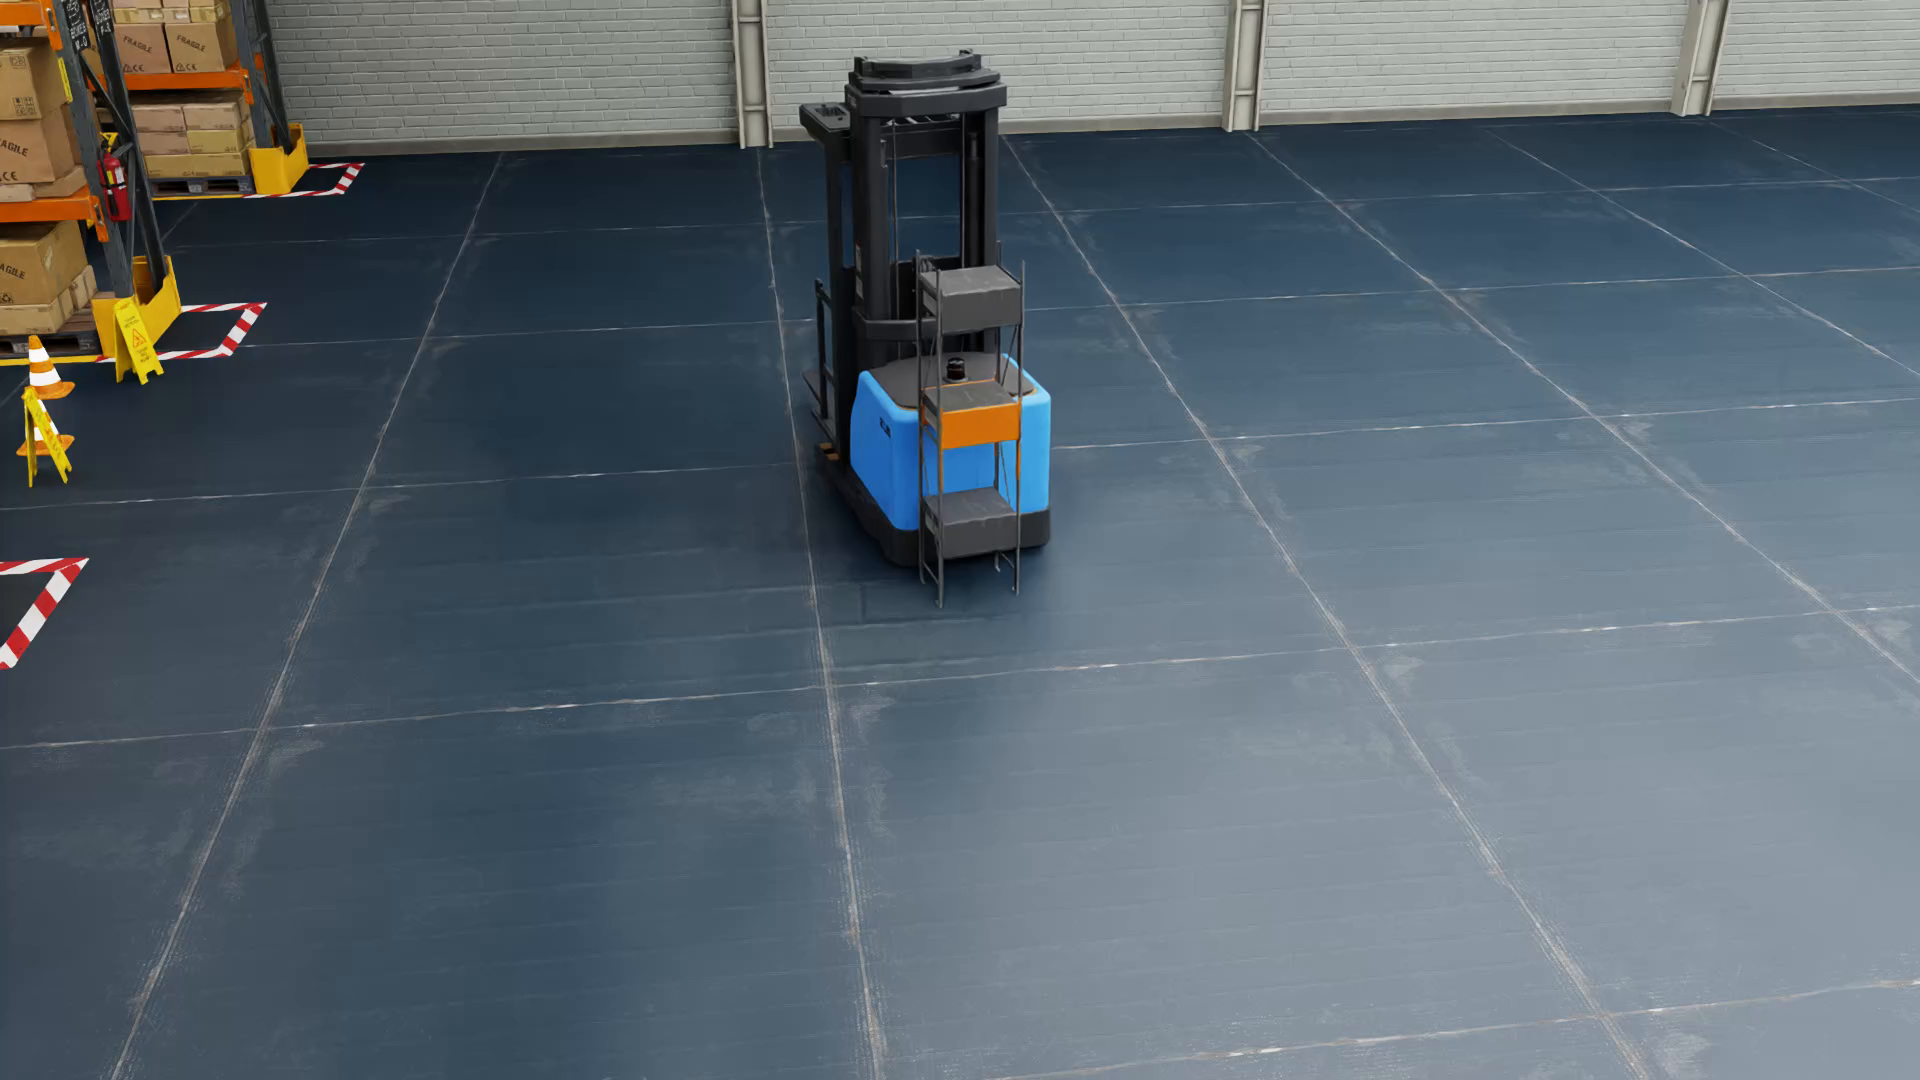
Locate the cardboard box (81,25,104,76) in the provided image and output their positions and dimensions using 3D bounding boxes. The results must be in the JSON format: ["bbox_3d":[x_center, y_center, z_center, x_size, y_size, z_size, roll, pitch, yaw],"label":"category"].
[{"bbox_3d":[-9.050,-5.180,17.450,0.500,0.500,0.500,-4,27,-8],"label":"cardboard box"}]

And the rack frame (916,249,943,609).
[{"bbox_3d":[-0.177,-0.609,9.637,0.015,2.100,0.400,-9,29,-17],"label":"rack frame"}]

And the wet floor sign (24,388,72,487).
[{"bbox_3d":[-6.339,-0.721,11.449,0.232,0.644,0.267,-8,28,-16],"label":"wet floor sign"}]

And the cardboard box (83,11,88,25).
[{"bbox_3d":[-9.148,-5.439,17.244,0.250,0.149,0.380,-3,27,-7],"label":"cardboard box"}]

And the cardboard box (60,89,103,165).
[{"bbox_3d":[-7.389,-3.375,13.607,0.500,0.500,0.500,-4,27,-8],"label":"cardboard box"}]

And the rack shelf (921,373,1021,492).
[{"bbox_3d":[0.054,-0.634,9.715,0.480,0.518,0.431,-9,29,-17],"label":"rack shelf"}]

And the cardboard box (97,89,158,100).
[{"bbox_3d":[-9.070,-4.750,18.178,0.500,0.250,0.500,-4,27,-7],"label":"cardboard box"}]

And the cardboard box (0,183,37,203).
[{"bbox_3d":[-7.458,-2.805,13.206,0.250,0.149,0.380,-4,27,-8],"label":"cardboard box"}]

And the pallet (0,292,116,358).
[{"bbox_3d":[-7.766,-1.822,14.070,1.213,0.211,1.003,-4,27,-7],"label":"pallet"}]

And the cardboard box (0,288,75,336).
[{"bbox_3d":[-7.668,-1.892,13.704,0.500,0.250,0.500,-4,27,-7],"label":"cardboard box"}]

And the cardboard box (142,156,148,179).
[{"bbox_3d":[-8.989,-4.083,17.973,0.500,0.250,0.500,-3,27,-7],"label":"cardboard box"}]

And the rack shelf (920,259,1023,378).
[{"bbox_3d":[0.054,-1.257,9.396,0.480,0.518,0.431,-9,29,-17],"label":"rack shelf"}]

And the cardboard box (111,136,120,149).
[{"bbox_3d":[-9.022,-4.291,17.832,0.500,0.250,0.500,-4,27,-8],"label":"cardboard box"}]

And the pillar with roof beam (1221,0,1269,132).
[{"bbox_3d":[4.091,-7.196,14.918,0.400,9.000,9.100,-4,27,-7],"label":"pillar with roof beam"}]

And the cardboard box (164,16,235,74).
[{"bbox_3d":[-8.028,-5.241,17.570,0.500,0.500,0.500,-4,27,-8],"label":"cardboard box"}]

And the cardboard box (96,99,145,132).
[{"bbox_3d":[-8.993,-4.513,17.717,0.500,0.250,0.500,-3,27,-6],"label":"cardboard box"}]

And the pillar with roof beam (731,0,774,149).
[{"bbox_3d":[-1.851,-6.815,14.174,0.400,9.000,9.100,-4,27,-7],"label":"pillar with roof beam"}]

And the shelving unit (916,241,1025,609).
[{"bbox_3d":[0.054,-0.646,9.709,0.503,2.100,0.431,-9,29,-17],"label":"shelving unit"}]

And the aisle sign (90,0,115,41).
[{"bbox_3d":[-6.864,-4.404,13.200,0.004,0.787,0.394,-4,27,-7],"label":"aisle sign"}]

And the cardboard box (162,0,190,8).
[{"bbox_3d":[-8.142,-5.665,17.358,0.250,0.149,0.380,-4,27,-7],"label":"cardboard box"}]

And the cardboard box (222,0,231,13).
[{"bbox_3d":[-7.949,-5.776,17.901,0.250,0.149,0.380,-4,27,-8],"label":"cardboard box"}]

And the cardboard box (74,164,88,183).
[{"bbox_3d":[-7.247,-3.064,13.710,0.250,0.149,0.380,-4,27,-7],"label":"cardboard box"}]

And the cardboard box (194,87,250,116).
[{"bbox_3d":[-8.079,-4.810,18.296,0.500,0.250,0.500,-4,27,-8],"label":"cardboard box"}]

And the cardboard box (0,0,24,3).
[{"bbox_3d":[-7.196,-4.177,12.594,0.250,0.149,0.380,-4,27,-7],"label":"cardboard box"}]

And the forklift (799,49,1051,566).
[{"bbox_3d":[-0.392,-1.796,11.040,1.130,2.935,3.031,-9,29,-17],"label":"forklift"}]

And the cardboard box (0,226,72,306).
[{"bbox_3d":[-7.639,-2.232,13.544,0.500,0.500,0.500,-4,27,-7],"label":"cardboard box"}]

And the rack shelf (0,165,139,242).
[{"bbox_3d":[-8.862,-2.656,13.429,4.000,0.370,1.077,-4,27,-7],"label":"rack shelf"}]

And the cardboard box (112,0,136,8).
[{"bbox_3d":[-8.654,-5.654,17.337,0.250,0.149,0.380,-4,27,-7],"label":"cardboard box"}]

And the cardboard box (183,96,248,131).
[{"bbox_3d":[-7.990,-4.585,17.857,0.500,0.250,0.500,-3,27,-5],"label":"cardboard box"}]

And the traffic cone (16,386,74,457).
[{"bbox_3d":[-6.637,-0.884,11.966,0.334,0.463,0.336,-4,27,-7],"label":"traffic cone"}]

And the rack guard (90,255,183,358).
[{"bbox_3d":[-6.957,-1.986,14.074,0.348,0.500,1.175,-4,27,-7],"label":"rack guard"}]

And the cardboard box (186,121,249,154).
[{"bbox_3d":[-8.015,-4.361,17.967,0.500,0.250,0.500,-4,27,-8],"label":"cardboard box"}]

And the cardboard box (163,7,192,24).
[{"bbox_3d":[-8.130,-5.502,17.367,0.250,0.149,0.380,-3,27,-6],"label":"cardboard box"}]

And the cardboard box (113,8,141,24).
[{"bbox_3d":[-8.643,-5.502,17.368,0.250,0.149,0.380,-4,27,-7],"label":"cardboard box"}]

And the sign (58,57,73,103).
[{"bbox_3d":[-6.824,-3.507,12.684,0.005,0.325,0.100,-4,27,-7],"label":"sign"}]

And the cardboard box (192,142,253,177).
[{"bbox_3d":[-7.998,-4.138,18.080,0.500,0.250,0.500,-3,27,-7],"label":"cardboard box"}]

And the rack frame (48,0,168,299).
[{"bbox_3d":[-6.882,-3.103,13.512,0.127,3.000,1.000,-4,27,-7],"label":"rack frame"}]
